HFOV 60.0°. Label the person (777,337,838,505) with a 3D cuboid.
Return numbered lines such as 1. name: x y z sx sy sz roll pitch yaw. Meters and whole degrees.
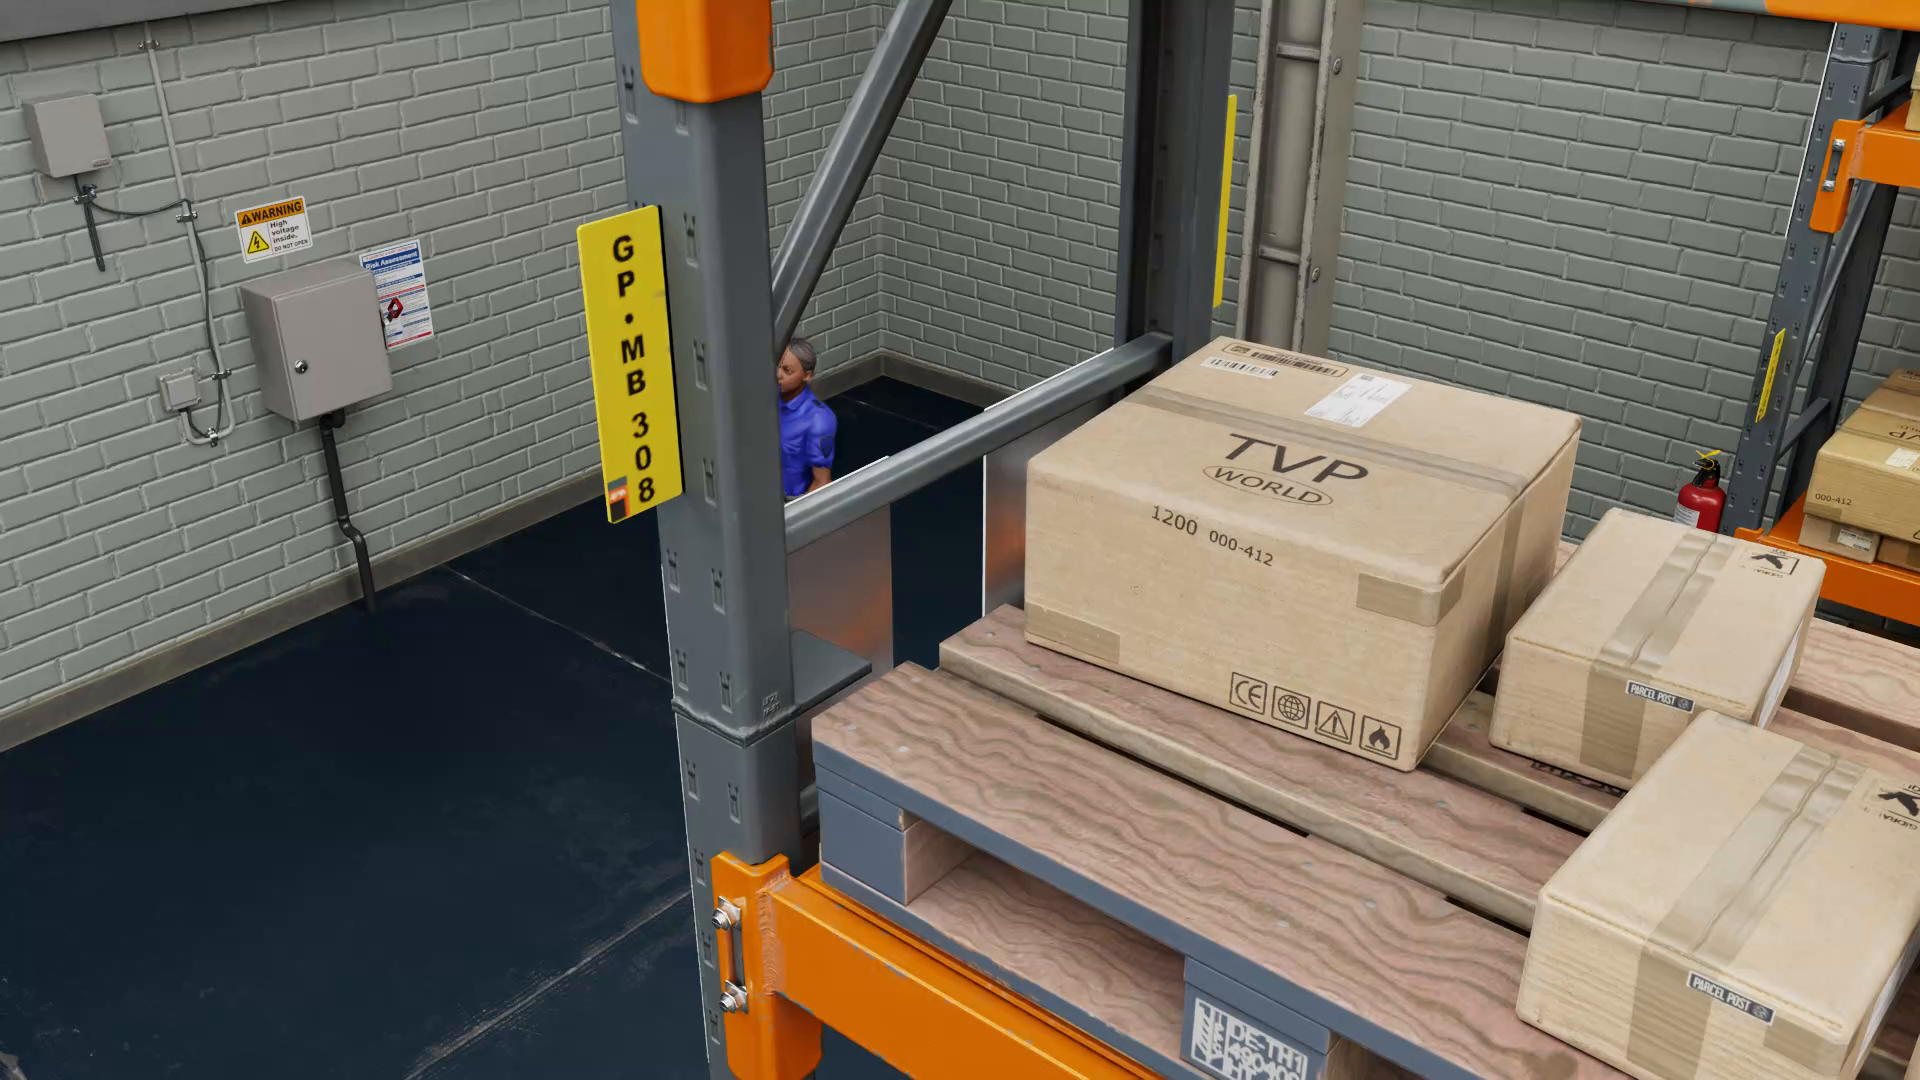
1. person: -0.782 -0.073 7.262 0.512 1.658 0.441 21 34 34
